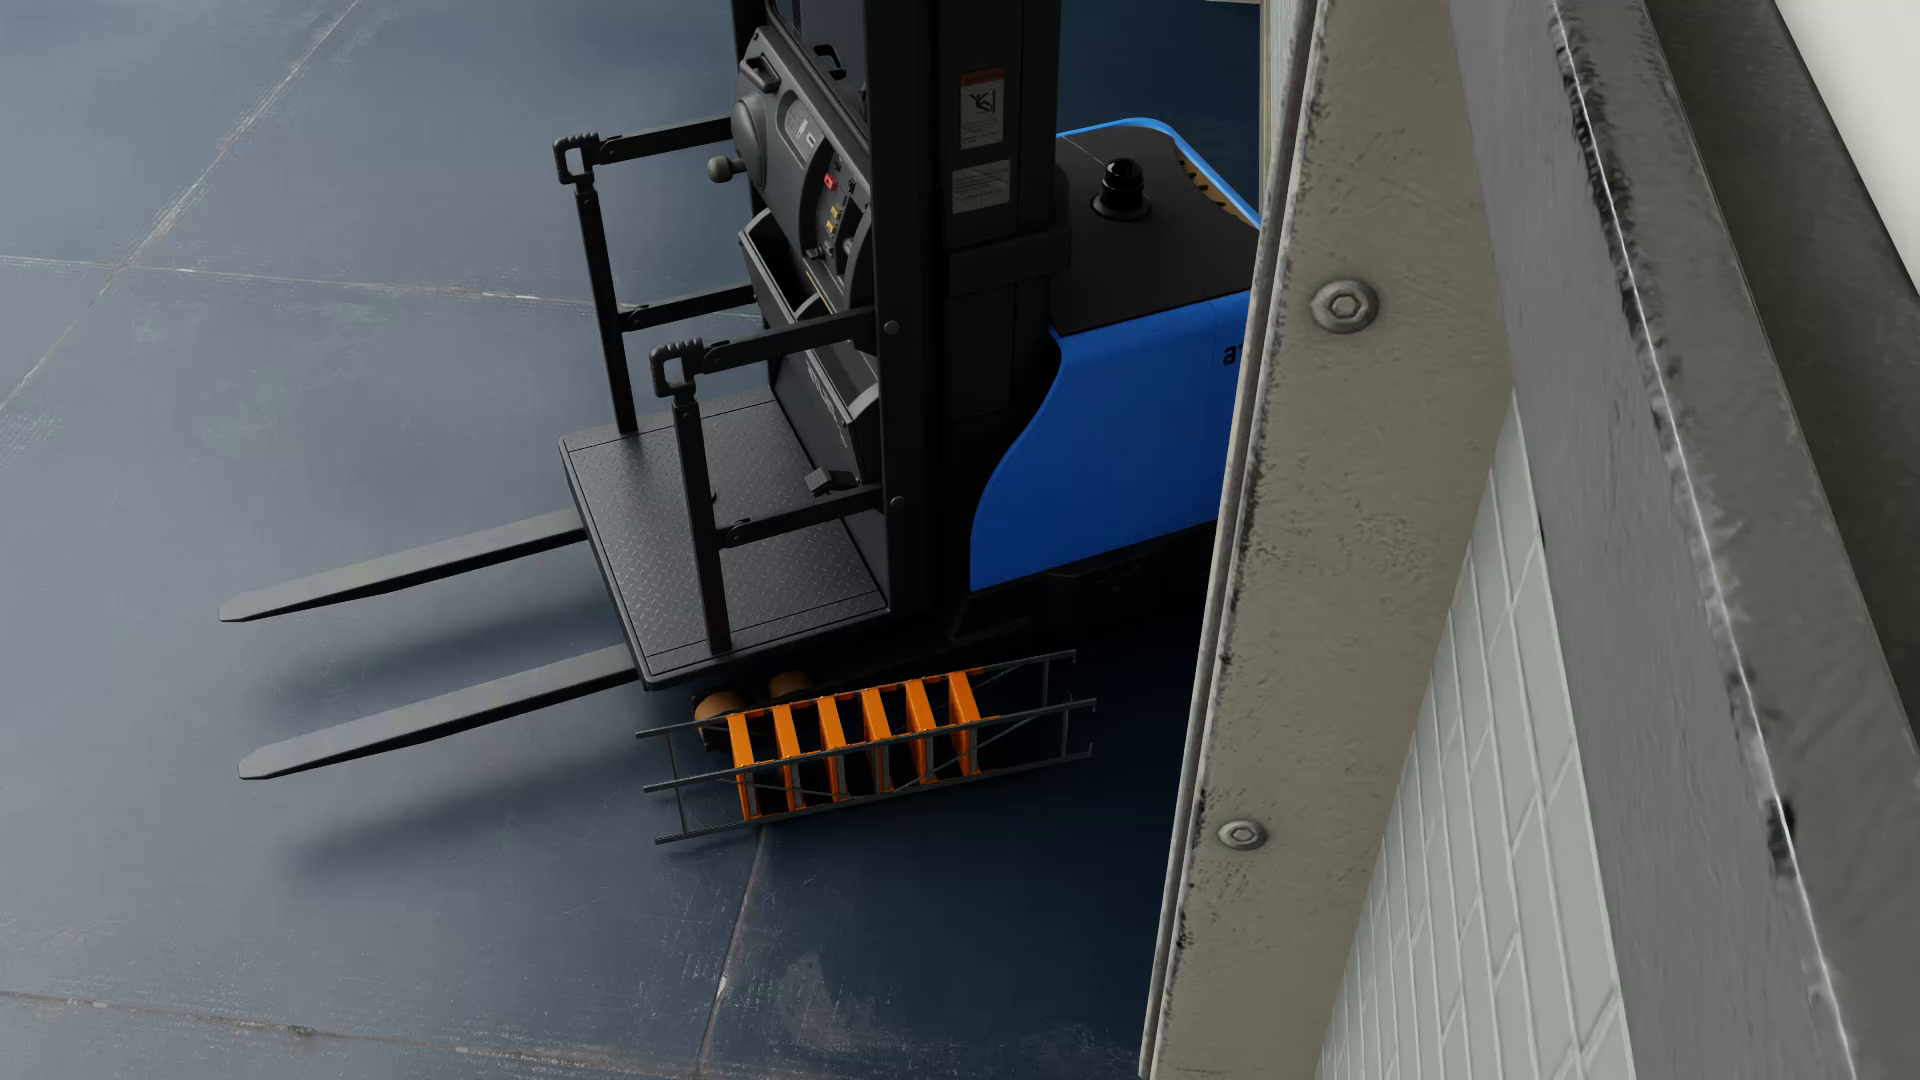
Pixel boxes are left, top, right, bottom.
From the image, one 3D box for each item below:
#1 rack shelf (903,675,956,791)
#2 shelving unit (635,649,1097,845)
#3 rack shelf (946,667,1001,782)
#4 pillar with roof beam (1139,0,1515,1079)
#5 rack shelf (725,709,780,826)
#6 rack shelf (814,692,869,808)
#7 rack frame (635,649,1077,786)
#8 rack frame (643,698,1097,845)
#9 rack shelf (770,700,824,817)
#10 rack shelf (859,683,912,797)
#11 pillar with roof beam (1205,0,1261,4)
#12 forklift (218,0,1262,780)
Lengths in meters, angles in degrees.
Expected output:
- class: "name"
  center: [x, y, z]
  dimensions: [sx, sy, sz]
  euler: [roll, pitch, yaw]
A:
- class: "rack shelf"
  center: [-0.082, 0.521, 4.486]
  dimensions: [0.103, 0.258, 0.180]
  euler: [-10, 44, -10]
- class: "shelving unit"
  center: [-0.241, 0.549, 4.456]
  dimensions: [1.200, 0.258, 0.189]
  euler: [-10, 44, -10]
- class: "rack shelf"
  center: [0.035, 0.501, 4.507]
  dimensions: [0.103, 0.258, 0.180]
  euler: [-10, 44, -10]
- class: "pillar with roof beam"
  center: [-3.712, -2.283, 1.116]
  dimensions: [9.100, 9.000, 0.400]
  euler: [5, 44, 6]
- class: "rack shelf"
  center: [-0.547, 0.603, 4.399]
  dimensions: [0.103, 0.258, 0.180]
  euler: [-10, 44, -10]
- class: "rack shelf"
  center: [-0.314, 0.562, 4.442]
  dimensions: [0.103, 0.258, 0.180]
  euler: [-10, 44, -10]
- class: "rack frame"
  center: [-0.264, 0.488, 4.520]
  dimensions: [1.200, 0.240, 0.006]
  euler: [-10, 44, -10]
- class: "rack frame"
  center: [-0.218, 0.610, 4.392]
  dimensions: [1.200, 0.240, 0.006]
  euler: [-10, 44, -10]
- class: "rack shelf"
  center: [-0.431, 0.582, 4.421]
  dimensions: [0.103, 0.258, 0.180]
  euler: [-10, 44, -10]
- class: "rack shelf"
  center: [-0.198, 0.542, 4.464]
  dimensions: [0.103, 0.258, 0.180]
  euler: [-10, 44, -10]
- class: "pillar with roof beam"
  center: [-2.919, -6.372, 5.435]
  dimensions: [9.100, 9.000, 0.400]
  euler: [5, 44, 6]
- class: "forklift"
  center: [-0.582, -0.898, 4.067]
  dimensions: [3.031, 2.935, 1.130]
  euler: [-16, 46, -16]
